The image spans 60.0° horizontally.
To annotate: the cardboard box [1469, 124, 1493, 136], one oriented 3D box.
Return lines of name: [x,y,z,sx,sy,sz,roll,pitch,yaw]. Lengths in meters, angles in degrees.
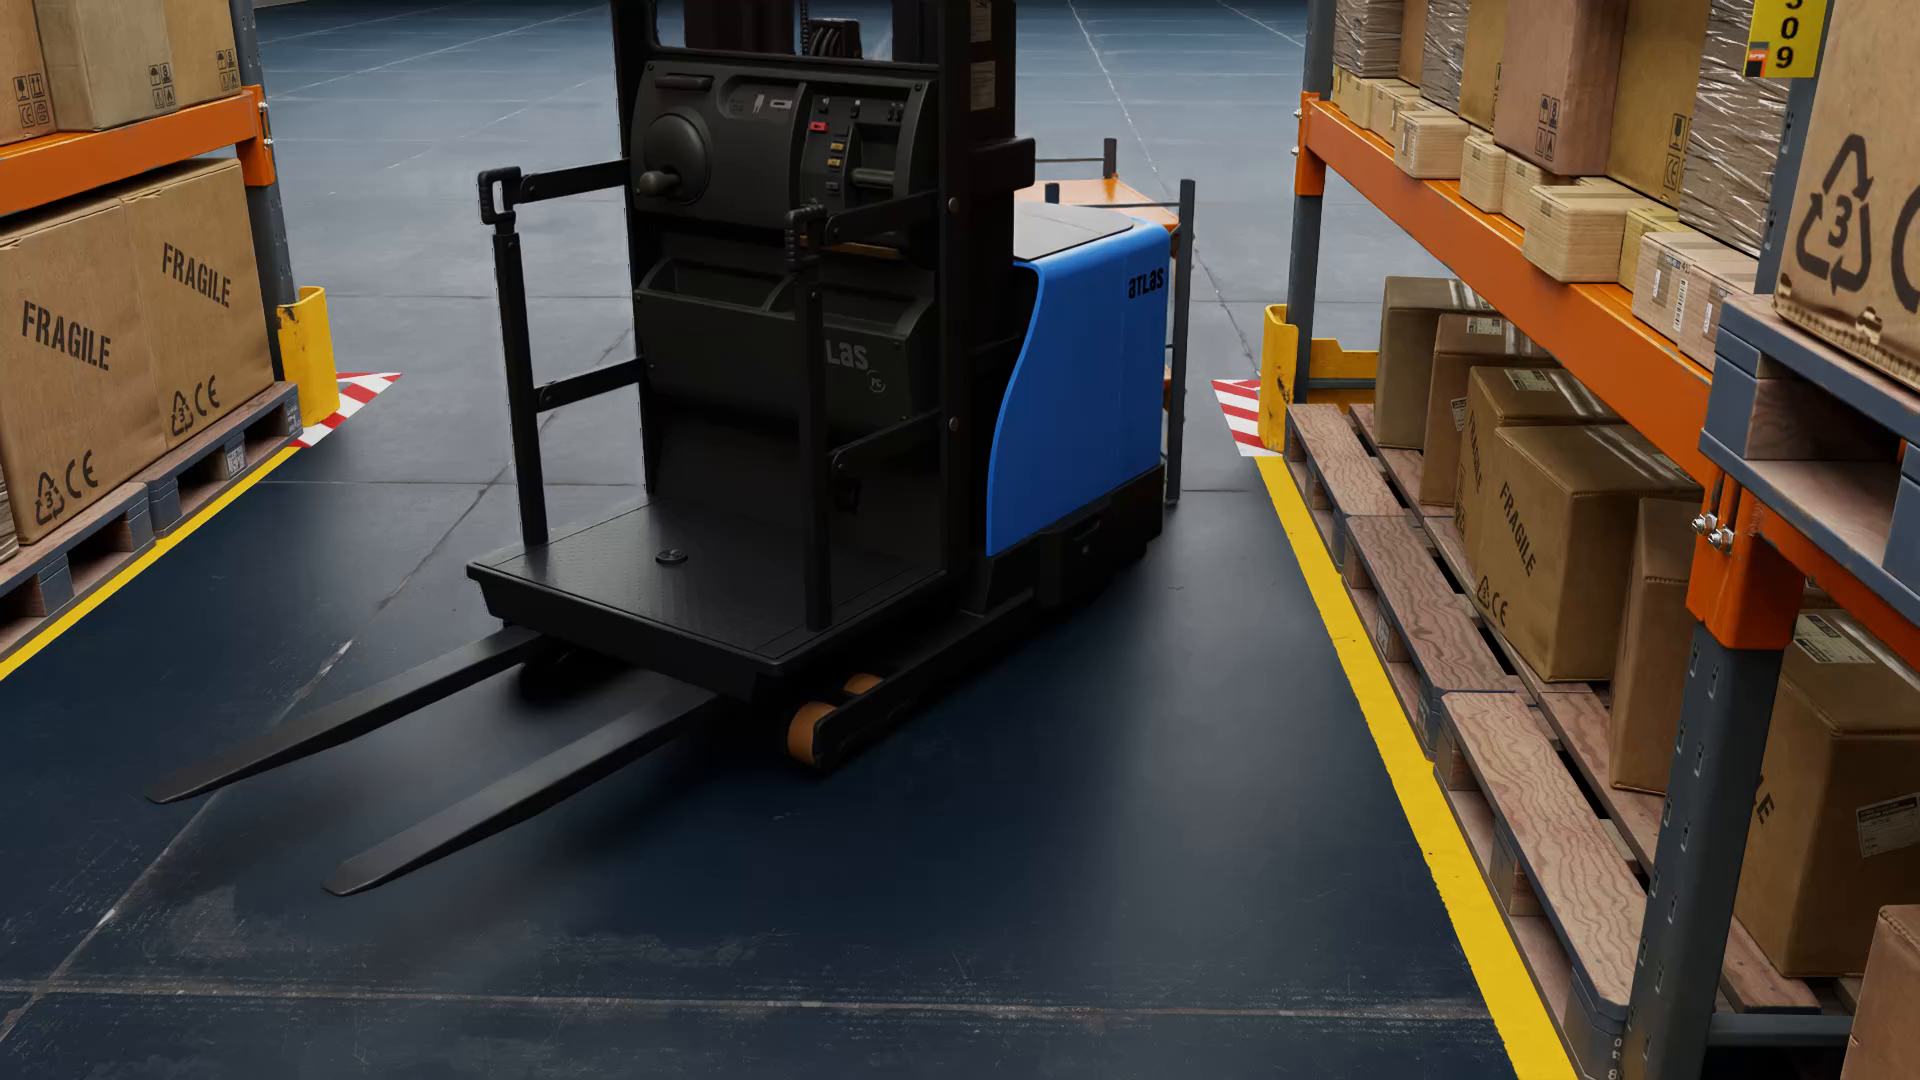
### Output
cardboard box: [1.509,-0.966,4.220,0.380,0.149,0.250,1,21,2]

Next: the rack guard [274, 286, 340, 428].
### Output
rack guard: [-3.180,-0.751,6.774,1.175,0.500,0.348,1,21,2]

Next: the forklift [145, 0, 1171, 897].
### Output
forklift: [-0.594,-1.000,4.054,1.130,2.935,3.031,14,25,32]

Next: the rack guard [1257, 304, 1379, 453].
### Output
rack guard: [1.771,-0.624,6.446,1.175,0.500,0.348,1,21,2]

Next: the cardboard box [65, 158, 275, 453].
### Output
cardboard box: [-3.136,-0.867,5.974,0.875,0.875,0.875,1,21,2]

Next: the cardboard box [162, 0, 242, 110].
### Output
cardboard box: [-3.147,-1.843,5.925,0.875,0.550,0.550,1,21,2]

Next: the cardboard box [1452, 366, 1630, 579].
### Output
cardboard box: [1.716,-0.179,4.719,0.500,0.500,0.500,3,21,7]

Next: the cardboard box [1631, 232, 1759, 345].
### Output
cardboard box: [1.382,-0.425,2.824,0.380,0.149,0.250,1,21,2]

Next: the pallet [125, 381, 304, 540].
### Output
pallet: [-3.127,-0.318,6.057,1.003,0.211,1.213,1,21,2]

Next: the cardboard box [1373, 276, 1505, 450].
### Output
cardboard box: [1.738,-0.622,5.860,0.500,0.500,0.500,5,22,12]

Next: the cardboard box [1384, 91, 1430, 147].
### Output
cardboard box: [1.476,-1.238,4.920,0.380,0.149,0.250,1,21,2]

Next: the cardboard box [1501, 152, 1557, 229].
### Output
cardboard box: [1.452,-0.786,3.755,0.380,0.149,0.250,1,21,2]

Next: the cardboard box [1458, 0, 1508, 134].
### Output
cardboard box: [1.749,-1.261,4.082,0.875,0.500,0.500,1,21,2]

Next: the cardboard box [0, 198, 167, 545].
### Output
cardboard box: [-3.160,-0.549,5.154,0.875,0.875,0.875,0,21,1]

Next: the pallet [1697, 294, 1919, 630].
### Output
pallet: [1.483,-0.006,1.664,1.003,0.211,1.213,1,21,2]

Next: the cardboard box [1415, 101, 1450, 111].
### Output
cardboard box: [1.495,-1.147,4.686,0.380,0.149,0.250,1,21,2]

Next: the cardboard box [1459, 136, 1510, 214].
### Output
cardboard box: [1.425,-0.877,3.989,0.380,0.149,0.250,1,21,2]

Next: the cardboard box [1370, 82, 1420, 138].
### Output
cardboard box: [1.490,-1.328,5.153,0.380,0.149,0.250,1,21,2]

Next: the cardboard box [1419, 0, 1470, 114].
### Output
cardboard box: [1.776,-1.441,4.547,0.875,0.500,0.500,1,21,2]

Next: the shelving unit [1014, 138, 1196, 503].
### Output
shelving unit: [0.440,-0.829,6.111,0.538,1.125,1.048,-4,21,-9]

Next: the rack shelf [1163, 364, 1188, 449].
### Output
rack shelf: [0.440,-0.601,6.200,0.538,0.278,1.000,-4,21,-9]

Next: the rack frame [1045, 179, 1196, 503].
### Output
rack frame: [0.526,-0.648,5.644,0.500,1.125,0.032,-4,21,-9]

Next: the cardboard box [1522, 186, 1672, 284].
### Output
cardboard box: [1.346,-0.606,3.292,0.380,0.149,0.250,1,21,2]

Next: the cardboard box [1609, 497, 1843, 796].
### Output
cardboard box: [1.714,0.248,3.619,0.500,0.500,0.500,8,22,19]

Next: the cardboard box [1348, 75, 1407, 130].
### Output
cardboard box: [1.477,-1.419,5.386,0.380,0.149,0.250,1,21,2]

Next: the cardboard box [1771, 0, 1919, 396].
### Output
cardboard box: [1.488,-0.560,1.417,1.000,1.000,1.000,1,21,2]

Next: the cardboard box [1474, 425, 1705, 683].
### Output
cardboard box: [1.654,0.022,4.200,0.500,0.500,0.500,-1,21,-3]

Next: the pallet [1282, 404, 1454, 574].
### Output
pallet: [1.711,-0.196,5.742,1.003,0.211,1.213,1,21,2]

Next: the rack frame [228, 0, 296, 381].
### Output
rack frame: [-3.181,-1.908,6.300,1.000,3.000,0.127,1,21,2]

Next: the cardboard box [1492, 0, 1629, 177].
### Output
cardboard box: [1.692,-1.080,3.617,0.875,0.500,0.500,1,21,2]

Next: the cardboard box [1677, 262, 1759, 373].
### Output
cardboard box: [1.365,-0.334,2.592,0.380,0.149,0.250,1,21,2]

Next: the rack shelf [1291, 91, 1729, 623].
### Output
rack shelf: [1.713,-0.758,4.331,1.077,0.370,4.000,1,21,2]

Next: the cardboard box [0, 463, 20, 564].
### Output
cardboard box: [-3.190,-0.220,4.305,0.875,0.875,0.875,1,21,2]

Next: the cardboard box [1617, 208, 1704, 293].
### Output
cardboard box: [1.449,-0.514,3.055,0.380,0.149,0.250,1,21,2]

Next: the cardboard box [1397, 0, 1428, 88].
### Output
cardboard box: [1.834,-1.622,5.012,0.875,0.500,0.500,1,21,2]

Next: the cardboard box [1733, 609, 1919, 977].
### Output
cardboard box: [1.704,0.455,3.085,0.500,0.500,0.500,0,21,0]

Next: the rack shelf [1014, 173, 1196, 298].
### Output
rack shelf: [0.440,-1.102,6.005,0.538,0.278,1.000,-4,21,-9]

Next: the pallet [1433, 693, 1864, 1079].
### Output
pallet: [1.637,0.686,3.469,1.003,0.211,1.213,1,21,2]

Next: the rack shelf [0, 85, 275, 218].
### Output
rack shelf: [-3.242,-0.849,4.566,1.077,0.370,4.000,1,21,2]

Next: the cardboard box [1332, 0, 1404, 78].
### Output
cardboard box: [1.729,-1.804,5.481,0.875,0.500,0.500,1,21,2]

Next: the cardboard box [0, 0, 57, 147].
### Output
cardboard box: [-3.284,-1.443,4.894,0.875,0.550,0.550,1,21,2]

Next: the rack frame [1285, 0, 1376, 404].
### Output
rack frame: [1.774,-1.817,6.065,1.000,3.000,0.127,1,21,2]

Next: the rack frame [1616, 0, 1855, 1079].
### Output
rack frame: [1.649,-0.371,2.337,0.949,2.616,0.053,1,21,2]

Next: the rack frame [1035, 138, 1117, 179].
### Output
rack frame: [0.355,-1.011,6.578,0.500,1.125,0.032,-4,21,-9]

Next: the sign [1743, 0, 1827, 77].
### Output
sign: [1.109,-0.777,2.189,0.100,0.325,0.005,1,21,2]

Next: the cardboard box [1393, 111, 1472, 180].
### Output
cardboard box: [1.384,-1.058,4.456,0.380,0.149,0.250,1,21,2]

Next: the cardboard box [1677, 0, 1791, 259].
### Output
cardboard box: [1.727,-0.718,2.683,0.875,0.500,0.500,1,21,2]

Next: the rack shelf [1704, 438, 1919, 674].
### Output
rack shelf: [1.591,0.688,0.604,1.077,0.370,4.000,1,21,2]

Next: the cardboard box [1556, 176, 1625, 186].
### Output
cardboard box: [1.485,-0.695,3.521,0.380,0.149,0.250,1,21,2]

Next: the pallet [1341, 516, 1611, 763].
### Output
pallet: [1.671,0.244,4.608,1.003,0.211,1.213,1,21,2]

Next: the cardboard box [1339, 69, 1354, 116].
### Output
cardboard box: [1.500,-1.509,5.619,0.380,0.149,0.250,1,21,2]

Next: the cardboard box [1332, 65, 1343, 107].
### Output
cardboard box: [1.527,-1.599,5.851,0.380,0.149,0.250,1,21,2]

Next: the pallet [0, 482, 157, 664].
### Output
pallet: [-3.167,0.122,4.923,1.003,0.211,1.213,1,21,2]

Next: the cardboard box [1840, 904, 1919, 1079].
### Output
cardboard box: [1.612,0.811,2.138,0.700,0.500,0.500,-1,21,-3]

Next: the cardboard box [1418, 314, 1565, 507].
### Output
cardboard box: [1.754,-0.405,5.302,0.500,0.500,0.500,6,22,16]

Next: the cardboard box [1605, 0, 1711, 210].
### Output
cardboard box: [1.778,-0.898,3.148,0.875,0.500,0.500,1,21,2]

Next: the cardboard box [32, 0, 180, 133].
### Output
cardboard box: [-3.142,-1.644,5.412,0.875,0.550,0.550,1,21,2]
